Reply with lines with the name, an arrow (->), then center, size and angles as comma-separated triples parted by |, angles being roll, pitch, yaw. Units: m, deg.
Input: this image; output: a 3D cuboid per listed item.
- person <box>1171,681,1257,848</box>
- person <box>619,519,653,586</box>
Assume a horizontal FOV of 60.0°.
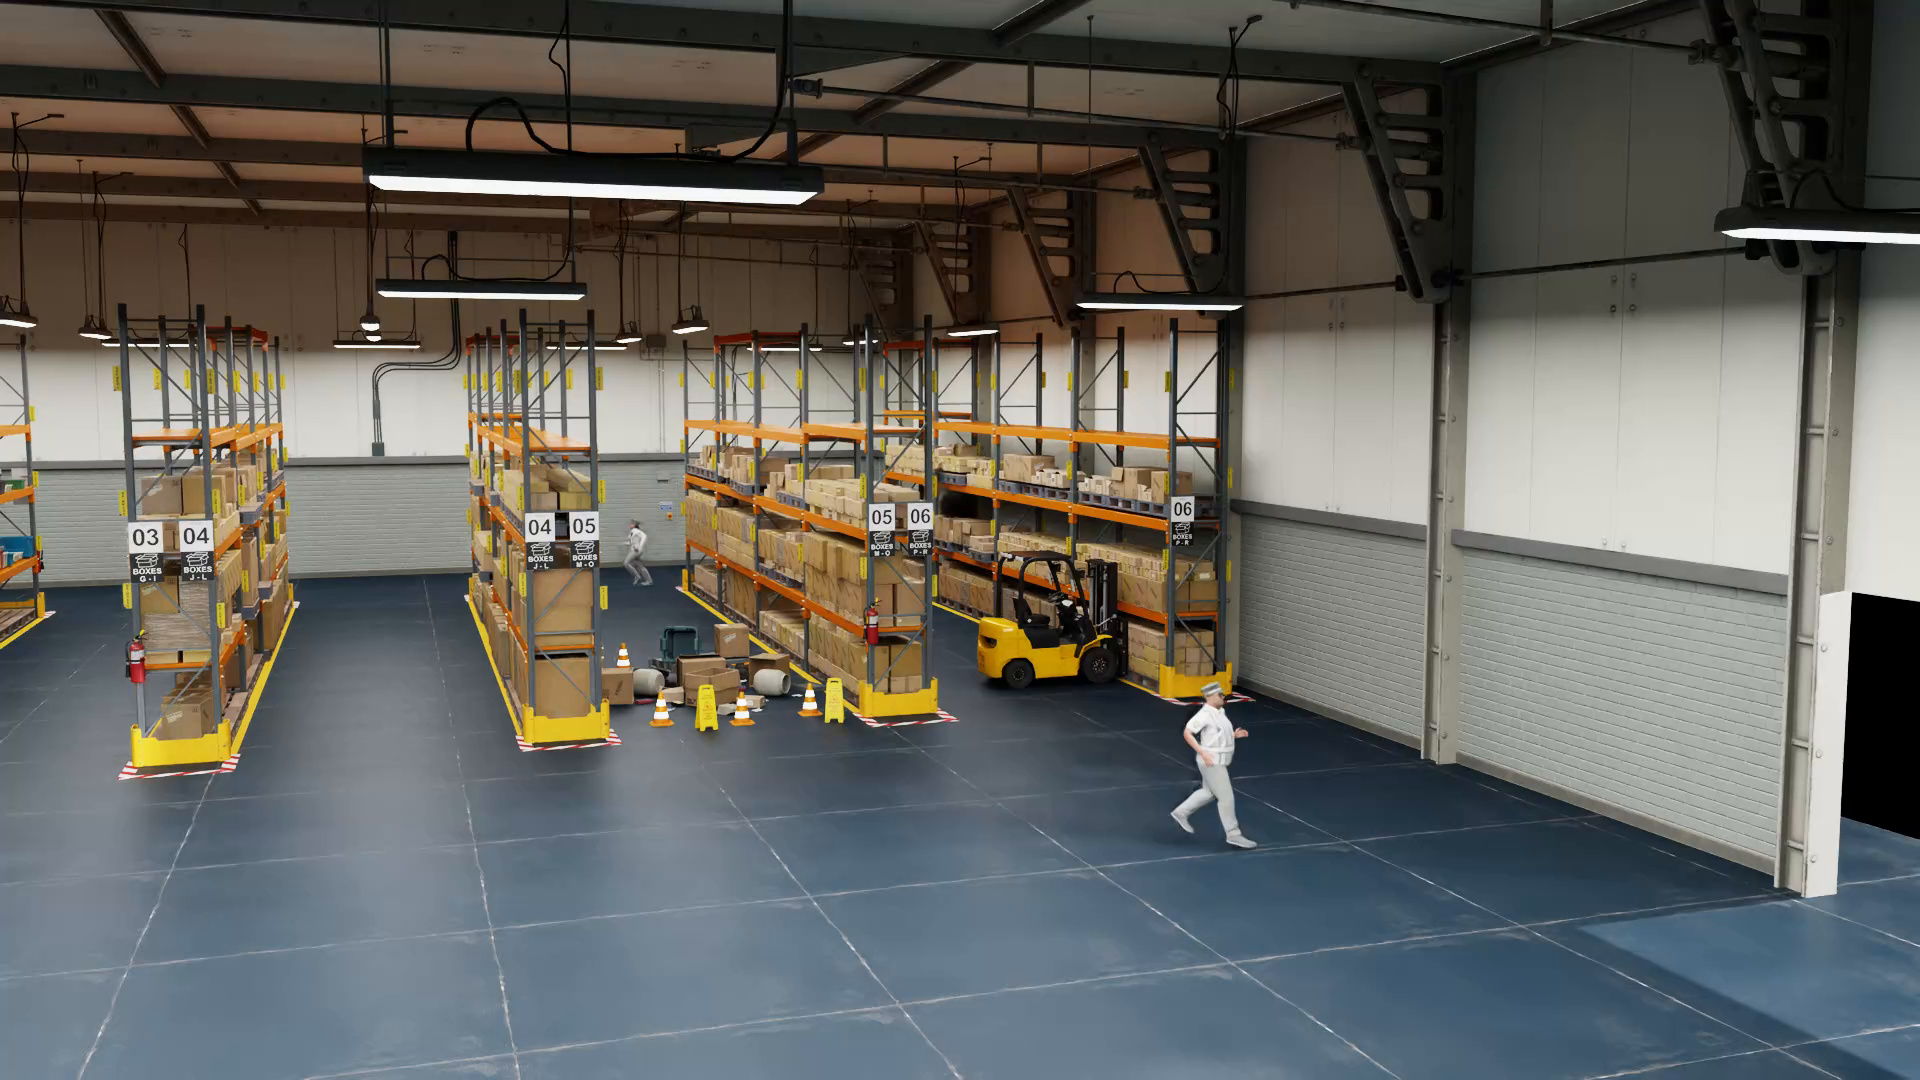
person -> 2.744, 2.393, 17.984 | 0.989, 1.768, 0.662 | 2, 6, 22
person -> -7.929, 0.295, 40.686 | 0.812, 1.650, 0.629 | -1, 6, -14
